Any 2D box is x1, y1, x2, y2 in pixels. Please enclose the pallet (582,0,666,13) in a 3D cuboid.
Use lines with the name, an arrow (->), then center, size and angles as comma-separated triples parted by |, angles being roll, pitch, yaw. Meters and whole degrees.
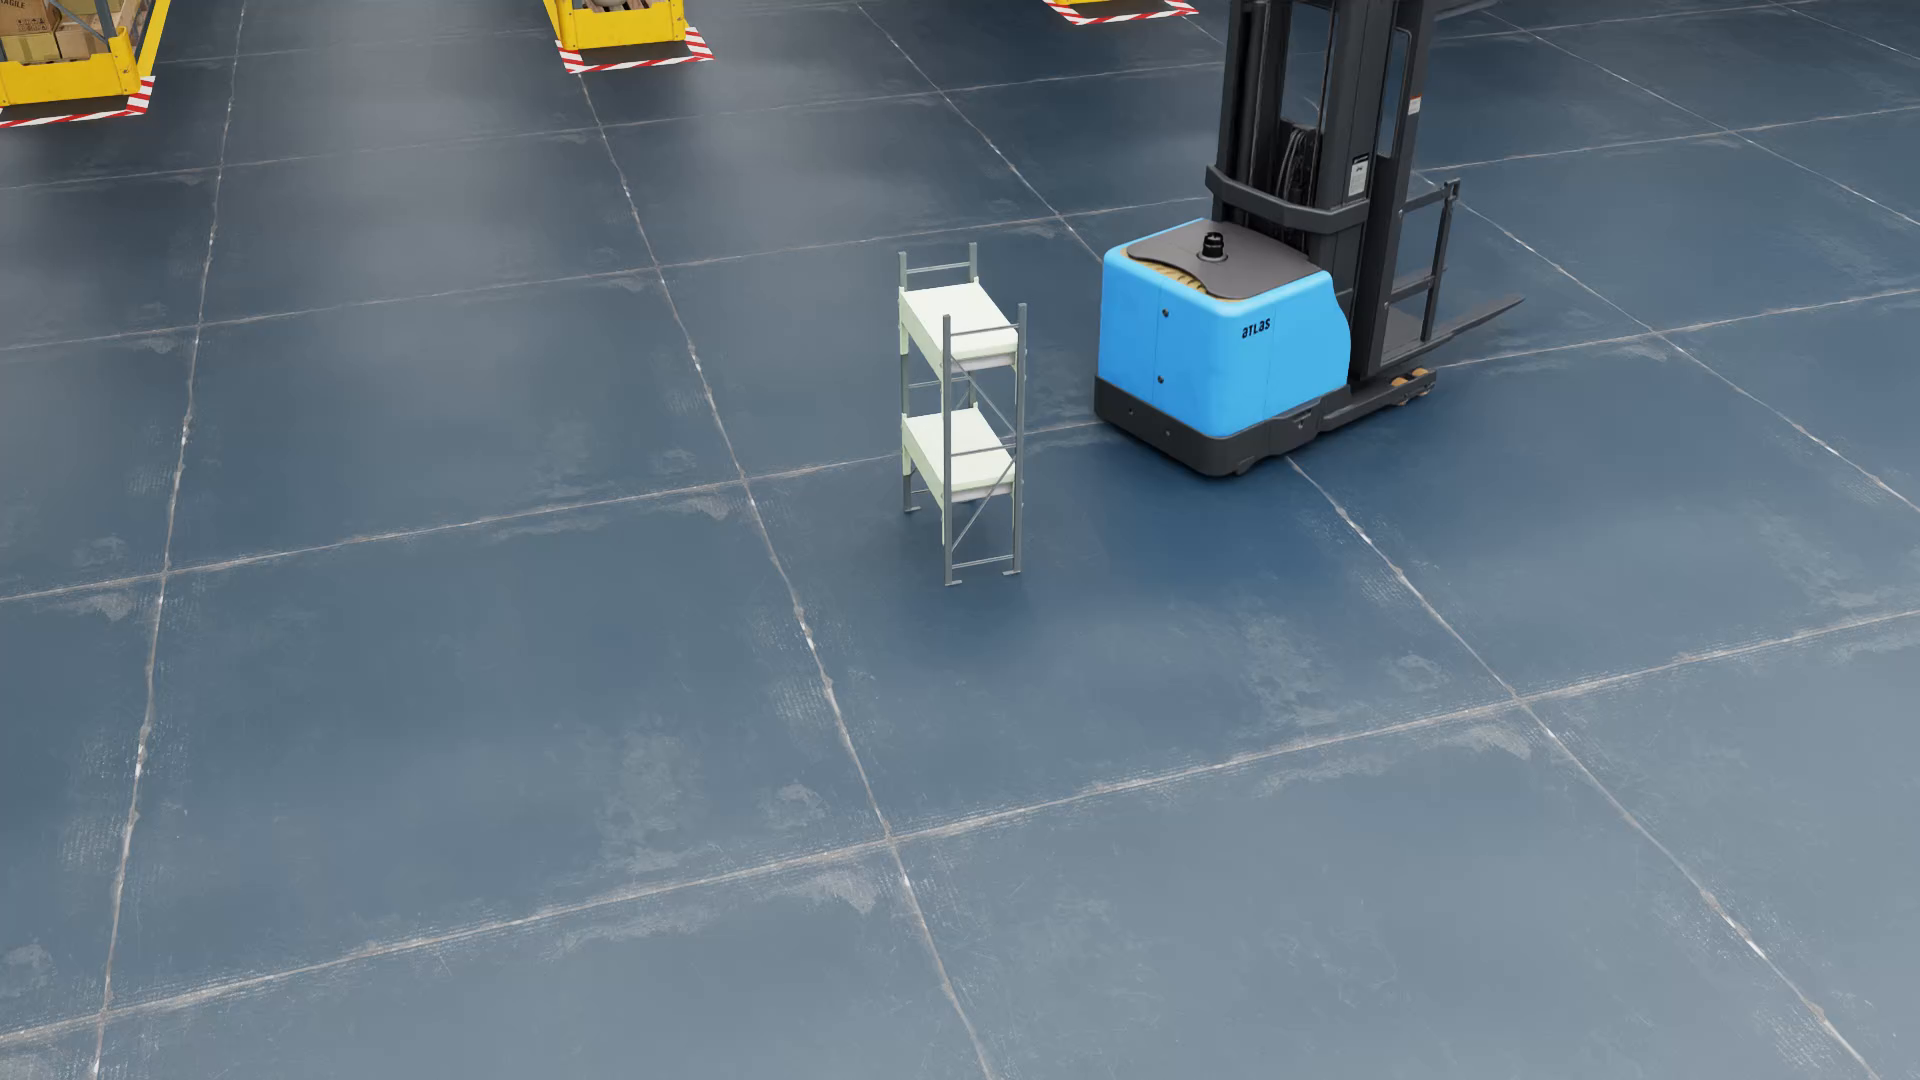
pallet -> -3.489, -5.341, 16.641 | 1.003, 0.211, 1.213 | -10, 35, -15

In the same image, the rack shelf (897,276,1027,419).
rack shelf -> 0.002, -0.948, 8.116 | 0.431, 0.370, 0.720 | -10, 35, -15

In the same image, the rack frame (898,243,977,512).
rack frame -> -0.110, -0.814, 8.622 | 0.400, 1.500, 0.023 | -10, 35, -15

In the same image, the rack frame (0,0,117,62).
rack frame -> -7.897, -5.214, 13.920 | 1.000, 3.000, 0.127 | -10, 35, -15

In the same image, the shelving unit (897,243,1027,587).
shelving unit -> 0.002, -0.622, 8.331 | 0.431, 1.500, 0.755 | -10, 35, -15

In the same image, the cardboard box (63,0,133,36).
cardboard box -> -8.005, -4.823, 15.441 | 0.500, 0.250, 0.500 | -10, 35, -15

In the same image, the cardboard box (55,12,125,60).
cardboard box -> -7.849, -4.561, 15.045 | 0.500, 0.250, 0.500 | -10, 35, -15

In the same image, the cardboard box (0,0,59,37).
cardboard box -> -8.344, -4.786, 14.706 | 0.500, 0.500, 0.500 | -10, 35, -15

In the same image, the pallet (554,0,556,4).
pallet -> -3.858, -5.980, 17.609 | 1.003, 0.211, 1.213 | -10, 35, -15

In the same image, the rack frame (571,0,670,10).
rack frame -> -3.179, -6.045, 15.177 | 1.000, 3.000, 0.127 | -10, 35, -15

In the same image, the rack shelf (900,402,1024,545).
rack shelf -> 0.002, -0.350, 8.511 | 0.431, 0.370, 0.720 | -10, 35, -15

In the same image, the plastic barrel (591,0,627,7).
plastic barrel -> -3.452, -5.515, 16.251 | 0.421, 0.512, 0.421 | 0, 33, 0

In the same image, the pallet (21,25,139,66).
pallet -> -8.170, -4.445, 15.285 | 1.003, 0.211, 1.213 | -10, 35, -15

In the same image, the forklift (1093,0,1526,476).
forklift -> 2.255, -2.233, 9.470 | 3.031, 2.935, 1.130 | -24, 40, -31

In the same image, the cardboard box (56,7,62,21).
cardboard box -> -8.506, -4.734, 15.307 | 0.500, 0.250, 0.500 | -10, 35, -15

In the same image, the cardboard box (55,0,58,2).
cardboard box -> -8.663, -5.309, 15.496 | 0.500, 0.500, 0.500 | -10, 35, -15

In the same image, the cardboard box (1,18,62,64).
cardboard box -> -8.342, -4.474, 14.913 | 0.500, 0.250, 0.500 | -10, 35, -15

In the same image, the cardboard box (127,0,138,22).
cardboard box -> -8.157, -5.085, 15.838 | 0.500, 0.250, 0.500 | -10, 35, -15

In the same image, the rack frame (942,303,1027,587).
rack frame -> 0.114, -0.430, 8.040 | 0.400, 1.500, 0.023 | -10, 35, -15

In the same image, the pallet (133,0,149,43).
pallet -> -8.539, -5.085, 16.253 | 1.003, 0.211, 1.213 | -10, 35, -15

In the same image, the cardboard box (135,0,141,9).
cardboard box -> -8.305, -5.349, 16.237 | 0.500, 0.250, 0.500 | -10, 35, -15

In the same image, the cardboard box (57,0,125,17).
cardboard box -> -8.003, -5.136, 15.235 | 0.500, 0.500, 0.500 | -10, 35, -15

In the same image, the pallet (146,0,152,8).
pallet -> -8.914, -5.726, 17.224 | 1.003, 0.211, 1.213 | -10, 35, -15

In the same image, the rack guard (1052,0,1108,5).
rack guard -> 1.515, -5.875, 17.187 | 1.175, 0.500, 0.348 | -10, 35, -15

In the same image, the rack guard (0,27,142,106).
rack guard -> -7.890, -4.159, 14.590 | 1.175, 0.500, 0.348 | -10, 35, -15

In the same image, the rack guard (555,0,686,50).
rack guard -> -3.246, -5.034, 15.915 | 1.175, 0.500, 0.348 | -10, 35, -15
